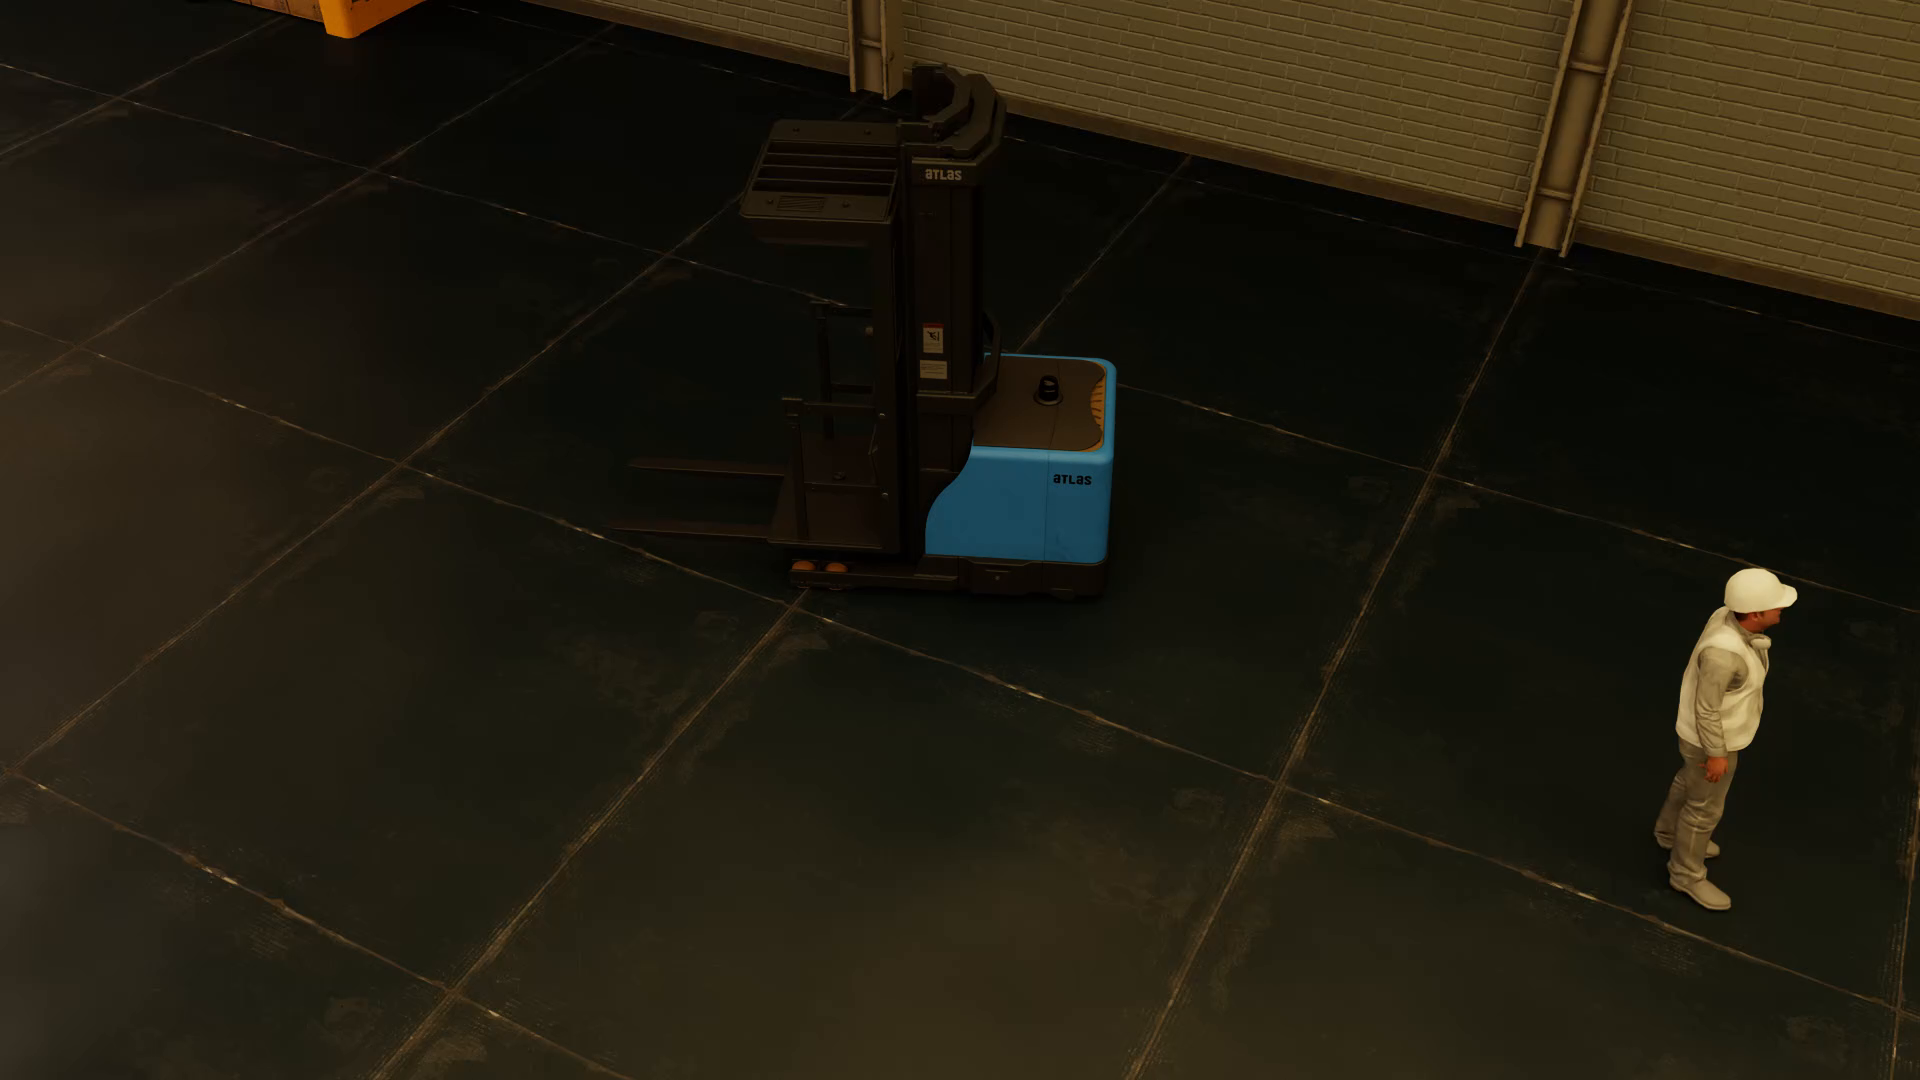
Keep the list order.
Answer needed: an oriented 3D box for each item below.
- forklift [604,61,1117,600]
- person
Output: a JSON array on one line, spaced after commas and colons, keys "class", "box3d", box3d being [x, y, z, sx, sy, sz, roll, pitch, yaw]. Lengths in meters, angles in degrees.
[{"class": "forklift", "box3d": [-0.606, -1.157, 9.360, 3.031, 2.935, 1.130, 3, 40, 4]}, {"class": "person", "box3d": [3.631, 0.891, 7.817, 0.568, 1.772, 0.630, 20, 44, 22]}]
